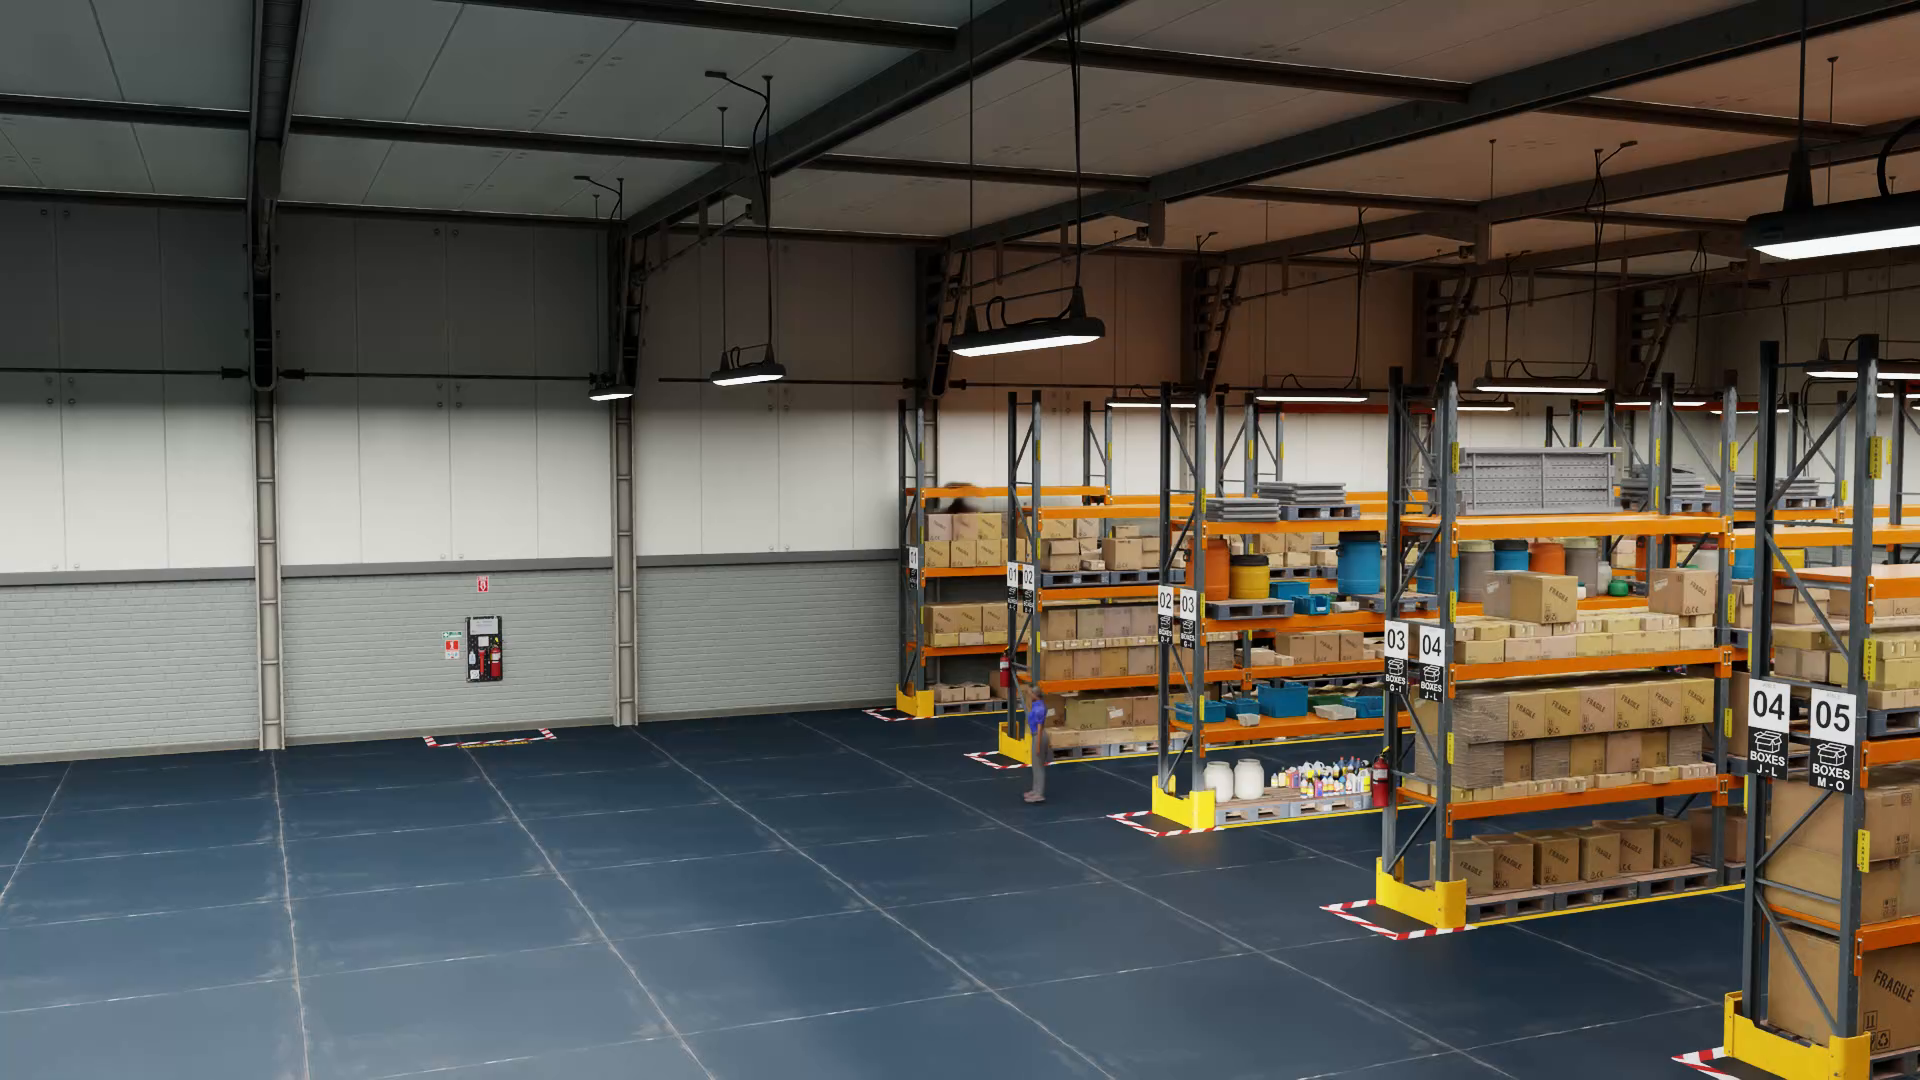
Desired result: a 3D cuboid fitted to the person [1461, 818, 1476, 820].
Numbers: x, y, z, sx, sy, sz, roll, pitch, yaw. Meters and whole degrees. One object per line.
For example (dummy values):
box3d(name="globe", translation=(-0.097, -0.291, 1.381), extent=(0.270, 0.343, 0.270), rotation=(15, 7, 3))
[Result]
box3d(name="person", translation=(7.059, 3.024, 22.861), extent=(0.484, 1.672, 0.495), rotation=(1, 3, 17))

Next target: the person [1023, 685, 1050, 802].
box3d(name="person", translation=(1.108, 2.920, 24.032), extent=(0.389, 1.664, 0.504), rotation=(0, 3, 4))
